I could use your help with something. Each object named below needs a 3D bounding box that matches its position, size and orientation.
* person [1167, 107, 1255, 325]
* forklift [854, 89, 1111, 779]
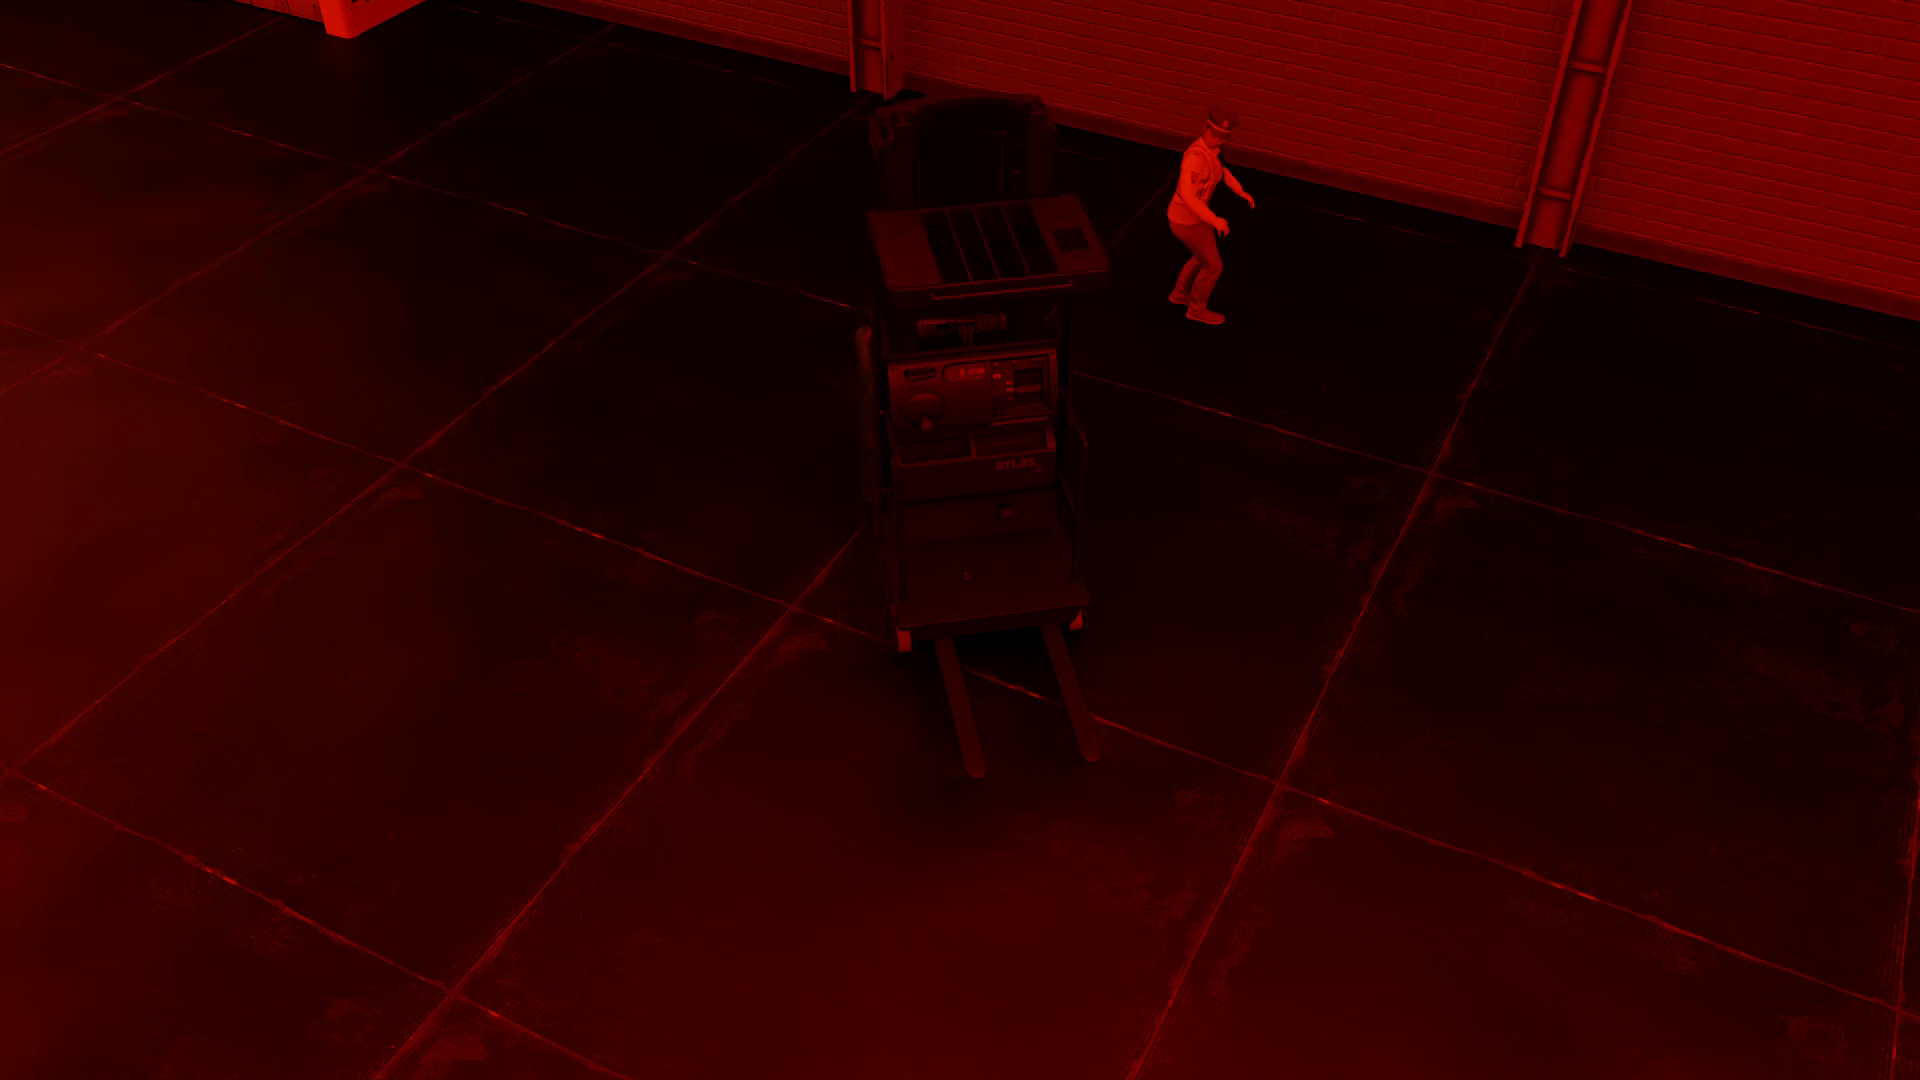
[{"bbox_3d":[1.760,-2.268,11.735,0.593,1.635,0.730,9,41,10],"label":"person"},{"bbox_3d":[0.115,-0.735,8.859,1.130,2.935,3.031,-7,41,-8],"label":"forklift"}]
